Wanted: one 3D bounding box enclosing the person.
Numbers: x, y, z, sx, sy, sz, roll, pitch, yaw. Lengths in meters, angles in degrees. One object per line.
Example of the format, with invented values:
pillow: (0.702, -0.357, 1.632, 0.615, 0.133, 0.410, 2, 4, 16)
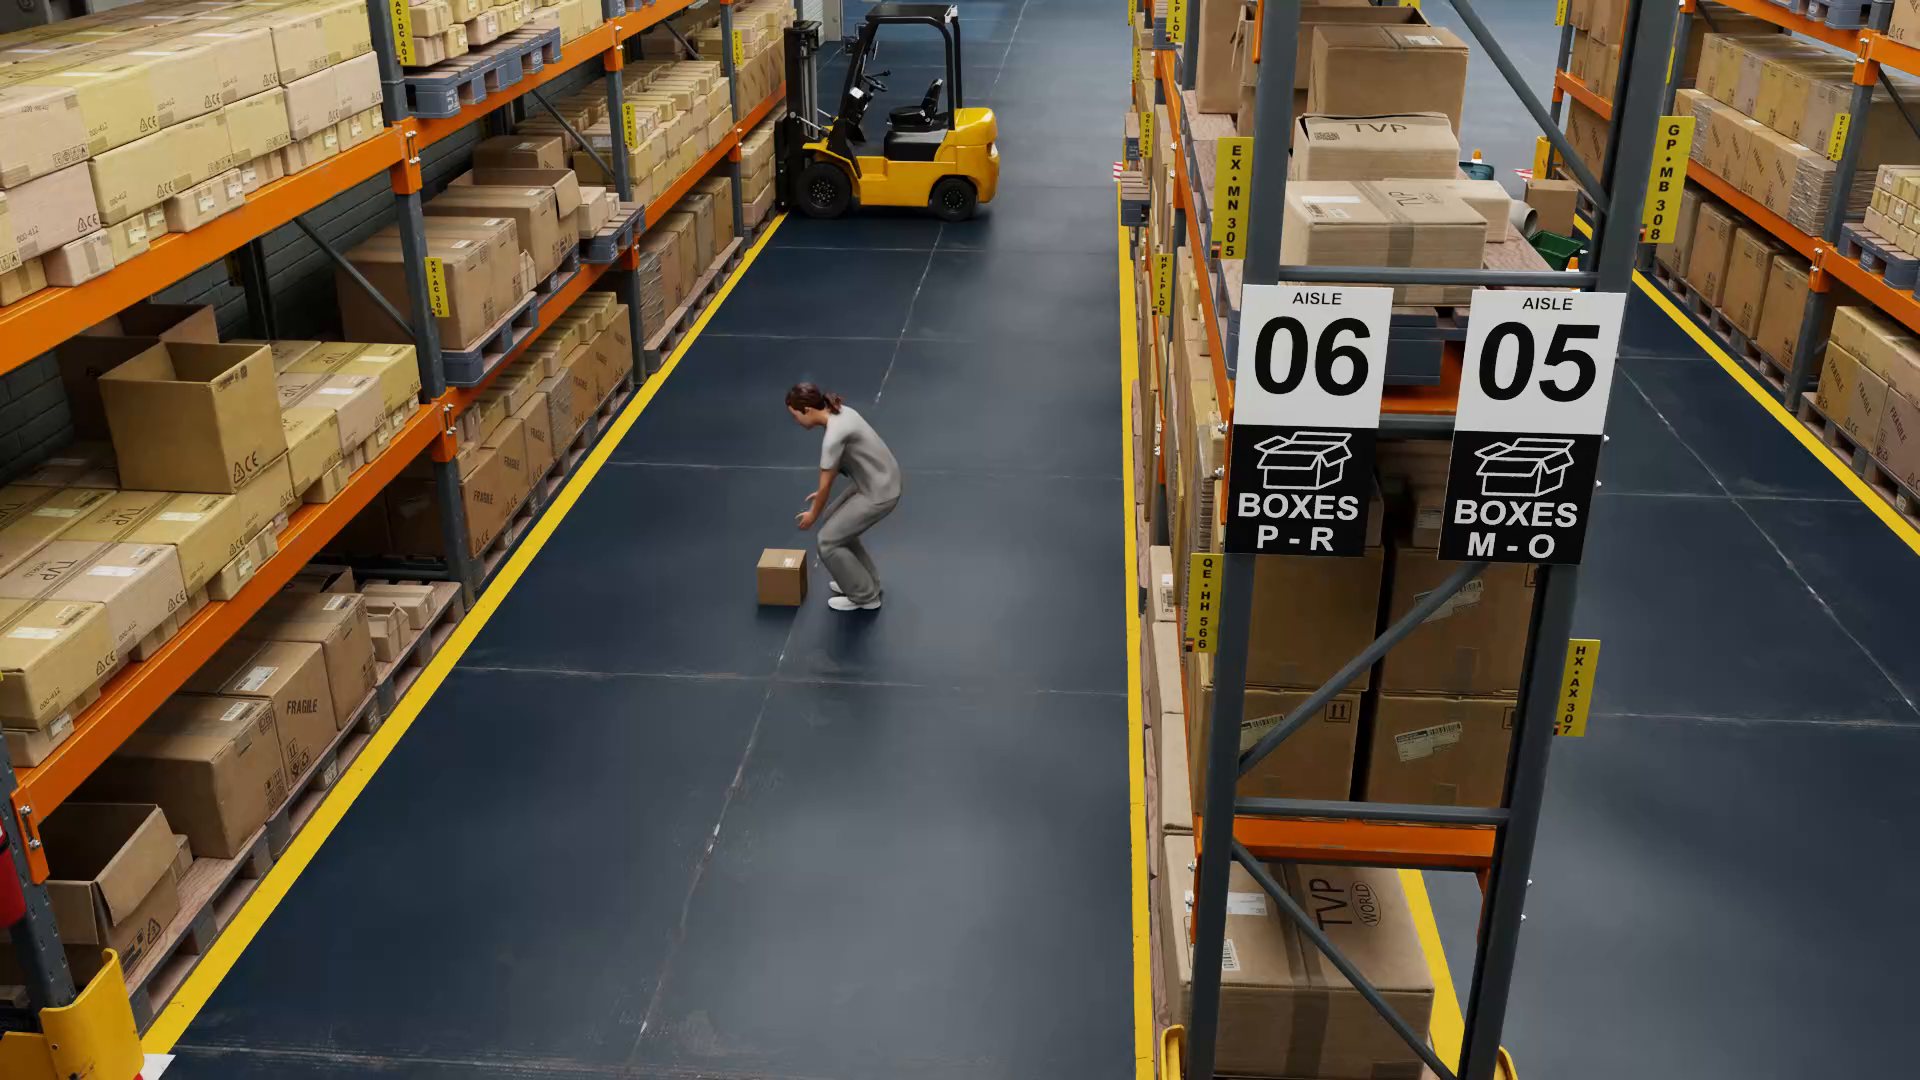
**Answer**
person: (-0.655, -0.254, 9.545, 0.652, 1.362, 0.491, 2, 25, 4)
